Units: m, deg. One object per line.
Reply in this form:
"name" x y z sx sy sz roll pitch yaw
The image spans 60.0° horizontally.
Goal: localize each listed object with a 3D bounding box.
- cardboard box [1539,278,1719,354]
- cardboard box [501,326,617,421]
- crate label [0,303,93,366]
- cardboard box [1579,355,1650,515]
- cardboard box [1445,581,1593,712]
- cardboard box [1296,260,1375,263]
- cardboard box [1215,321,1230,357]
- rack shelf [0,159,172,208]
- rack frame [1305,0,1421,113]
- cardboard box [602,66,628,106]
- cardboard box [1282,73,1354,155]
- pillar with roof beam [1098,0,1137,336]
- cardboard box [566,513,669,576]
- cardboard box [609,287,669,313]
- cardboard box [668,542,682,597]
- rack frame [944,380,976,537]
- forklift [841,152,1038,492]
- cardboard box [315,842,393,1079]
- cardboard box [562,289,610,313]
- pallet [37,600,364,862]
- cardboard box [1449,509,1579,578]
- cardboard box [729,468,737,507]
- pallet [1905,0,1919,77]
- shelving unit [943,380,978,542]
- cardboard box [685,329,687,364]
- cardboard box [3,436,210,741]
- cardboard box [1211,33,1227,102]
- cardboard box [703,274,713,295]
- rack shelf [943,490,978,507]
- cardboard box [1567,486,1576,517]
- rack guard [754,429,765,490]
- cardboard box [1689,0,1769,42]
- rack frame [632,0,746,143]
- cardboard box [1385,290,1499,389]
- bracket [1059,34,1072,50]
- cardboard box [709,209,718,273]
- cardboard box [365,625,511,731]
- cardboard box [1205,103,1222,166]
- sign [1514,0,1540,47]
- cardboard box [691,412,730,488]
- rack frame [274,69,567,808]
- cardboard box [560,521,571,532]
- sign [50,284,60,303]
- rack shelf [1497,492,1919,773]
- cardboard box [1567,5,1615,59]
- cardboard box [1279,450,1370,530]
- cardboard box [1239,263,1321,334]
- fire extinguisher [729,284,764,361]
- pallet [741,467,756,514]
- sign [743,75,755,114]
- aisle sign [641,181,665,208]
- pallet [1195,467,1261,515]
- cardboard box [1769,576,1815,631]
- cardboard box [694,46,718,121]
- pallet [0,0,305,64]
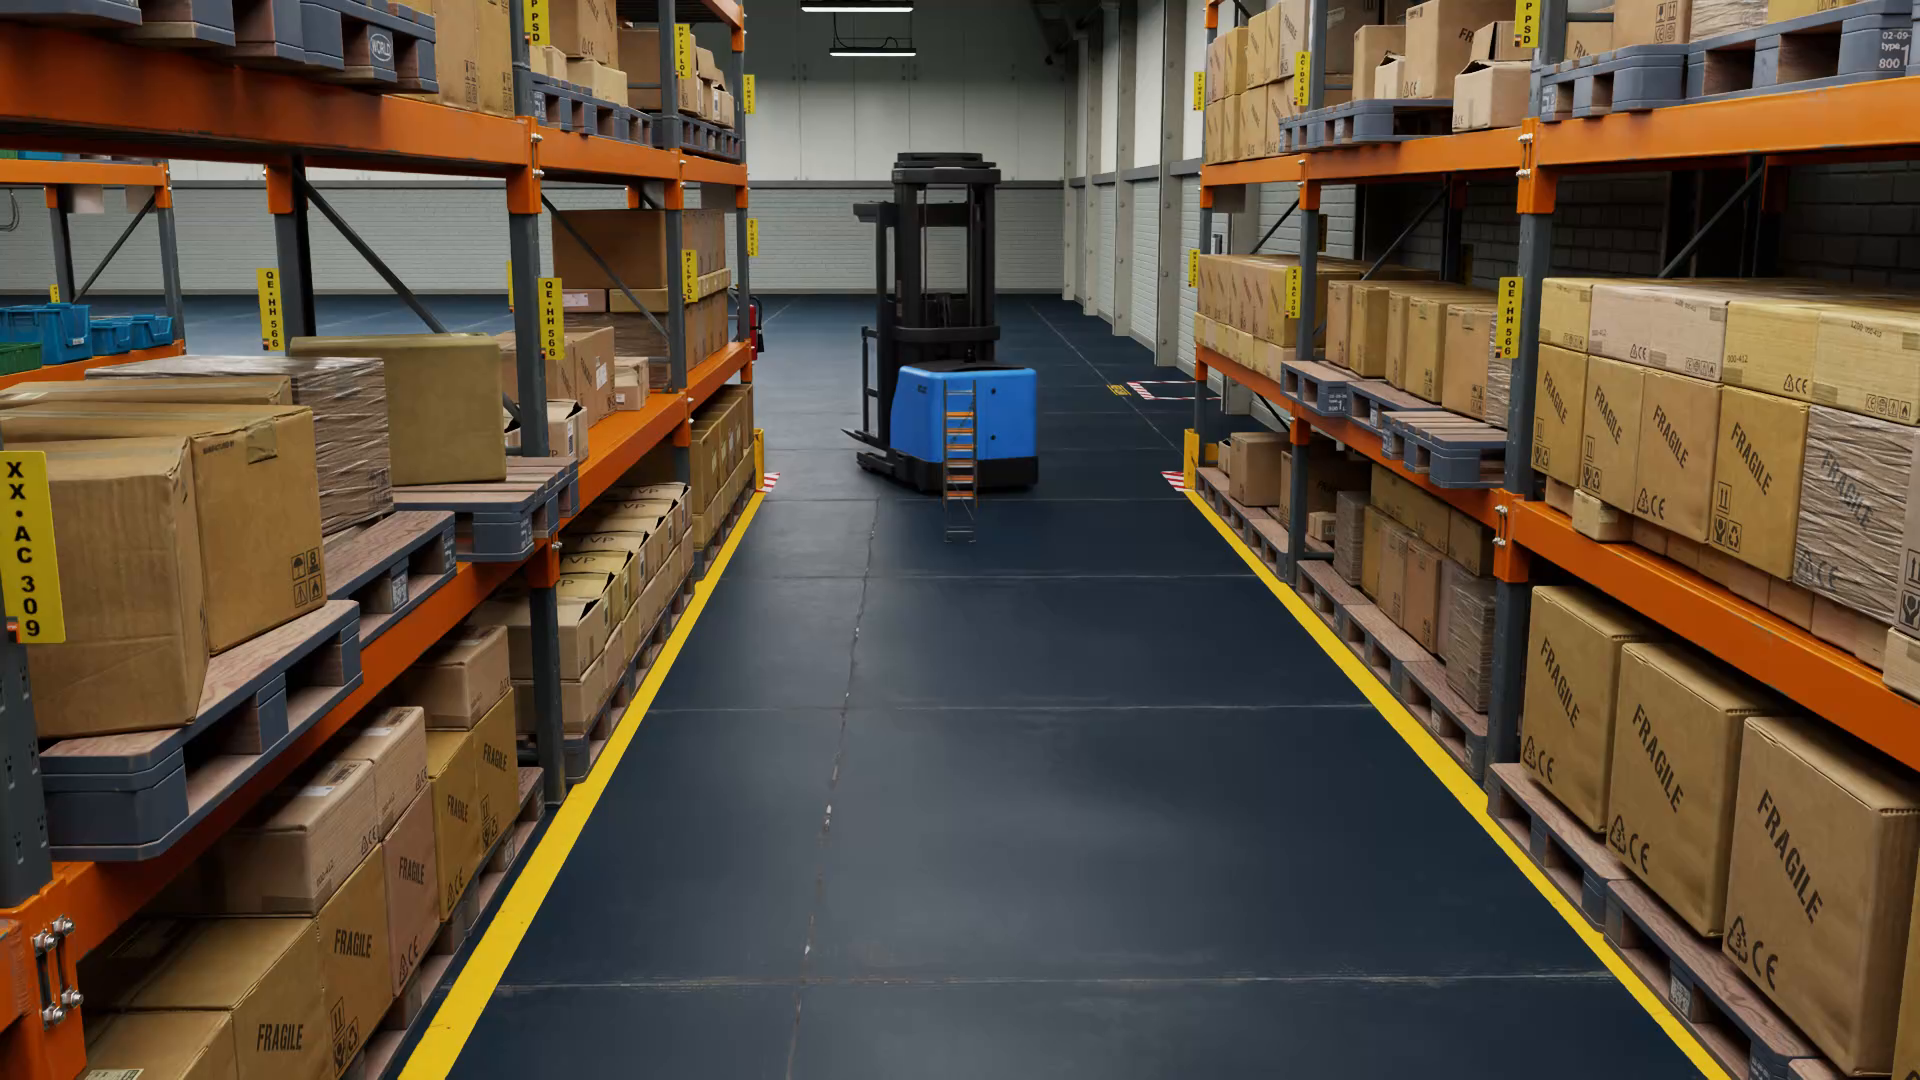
"cardboard box" 2.521 -0.850 6.267 0.500 0.250 0.500 0 11 0
"cardboard box" -2.256 -0.940 9.398 0.500 0.500 0.500 1 11 3
"crate label" -6.993 -1.577 12.698 0.502 0.435 0.616 0 11 -1
"cardboard box" 2.524 -0.378 5.826 0.500 0.500 0.500 0 11 1
"cardboard box" 2.702 0.492 7.771 0.700 0.500 0.500 0 11 0
"cardboard box" 2.852 -1.873 12.688 0.500 0.500 0.500 0 11 0
"cardboard box" 2.326 -1.598 13.221 0.500 0.250 0.500 0 11 -2
"rack shelf" -7.260 -2.644 12.313 1.077 0.370 4.000 0 11 -1
"rack frame" 2.686 -4.110 10.184 1.000 3.000 0.127 0 11 -1
"cardboard box" -2.263 -2.629 9.748 0.500 0.250 0.500 1 12 5
"cardboard box" 2.428 -2.799 10.963 0.500 0.500 0.500 0 11 0
"pillar with roof beam" -1.193 -8.330 30.985 9.100 9.000 0.548 0 11 -1
"cardboard box" -1.946 0.000 9.463 0.500 0.311 0.500 0 11 -1
"cardboard box" -2.078 -1.570 10.870 0.380 0.149 0.250 0 11 -1
"cardboard box" -1.959 0.175 10.012 0.500 0.250 0.500 0 11 -2
"rack frame" -0.002 -0.609 12.544 0.240 1.200 0.006 0 11 -1
"forklift" -0.336 -2.106 15.570 1.130 2.935 3.031 -5 12 -22
"cardboard box" -1.892 1.148 4.534 0.500 0.500 0.500 0 11 0
"cardboard box" -2.486 -1.569 10.865 0.380 0.149 0.250 0 11 -1
"pallet" -2.008 0.376 3.643 1.003 0.211 1.213 0 11 -1
"cardboard box" 2.753 0.011 8.256 0.500 0.250 0.500 0 11 0
"cardboard box" -2.000 -0.399 12.839 0.500 0.250 0.500 0 11 -1
"pallet" 2.783 -1.138 3.560 0.805 0.209 1.217 -1 11 -3
"shelving unit" 0.000 -0.591 12.454 0.258 1.200 0.189 0 11 -1
"cardboard box" -2.299 -1.391 11.618 0.700 0.500 0.500 0 11 -2
"cardboard box" -1.887 0.092 3.255 0.700 0.500 0.500 -4 12 -20
"cardboard box" 2.328 -3.806 13.416 0.500 0.500 0.500 0 11 -2
"cardboard box" -2.122 -1.978 12.883 0.380 0.149 0.250 0 11 0
"rack shelf" 0.000 -0.312 12.511 0.258 0.103 0.180 0 11 -1
"cardboard box" 2.540 -0.145 6.310 0.380 0.149 0.250 0 11 0
"rack guard" -2.350 -0.724 14.868 1.175 0.500 0.348 0 11 -1
"cardboard box" 2.900 -1.908 5.518 0.700 0.500 0.500 -1 12 -4
"rack frame" -2.349 -4.884 14.000 1.000 3.000 0.127 0 11 -1
"cardboard box" 2.712 -1.091 9.036 0.700 0.500 0.500 1 12 7
"bracket" 2.570 -11.901 39.534 0.076 0.066 4.783 0 11 -1
"cardboard box" -2.335 -2.421 13.433 0.700 0.500 0.500 -1 11 -3
"cardboard box" -1.924 0.484 5.921 0.500 0.250 0.500 0 11 1
"cardboard box" 2.360 -3.426 14.057 0.500 0.500 0.500 0 11 0
"sign" 2.226 -2.096 6.503 0.100 0.325 0.005 0 11 -1
"cardboard box" -1.984 -0.667 12.275 0.500 0.500 0.500 0 11 -1
"rack frame" -2.184 -0.354 6.758 1.000 3.000 0.127 0 11 -1
"cardboard box" -2.490 0.004 9.445 0.500 0.311 0.500 -1 11 -3
"sign" -7.852 -2.058 14.465 0.100 0.325 0.005 0 11 -1
"rack shelf" 2.810 0.375 4.973 1.077 0.370 4.000 0 11 -1
"cardboard box" 2.984 -2.048 7.262 0.500 0.500 0.500 0 11 -1
"cardboard box" 2.625 -0.367 12.002 0.500 0.500 0.500 -1 12 -5
"cardboard box" 2.351 -1.766 12.159 0.500 0.500 0.500 -1 11 -3
"fire extinguisher" -1.887 -1.931 14.729 0.296 0.674 0.183 0 11 -1
"pallet" -2.291 -0.425 14.125 1.003 0.211 1.213 0 11 -1
"sign" -1.806 -3.808 14.215 0.100 0.325 0.005 0 11 -1
"aisle sign" -2.657 -3.230 14.396 0.394 0.787 0.004 0 11 -1
"pallet" 2.586 -0.422 14.106 1.003 0.211 1.213 0 11 -1
"cardboard box" 2.585 0.162 4.797 0.380 0.149 0.250 0 11 1
"cardboard box" -2.174 -3.272 11.929 0.797 0.503 0.637 1 12 5
"pallet" -2.044 -1.066 3.199 1.213 0.211 1.003 0 11 -1
